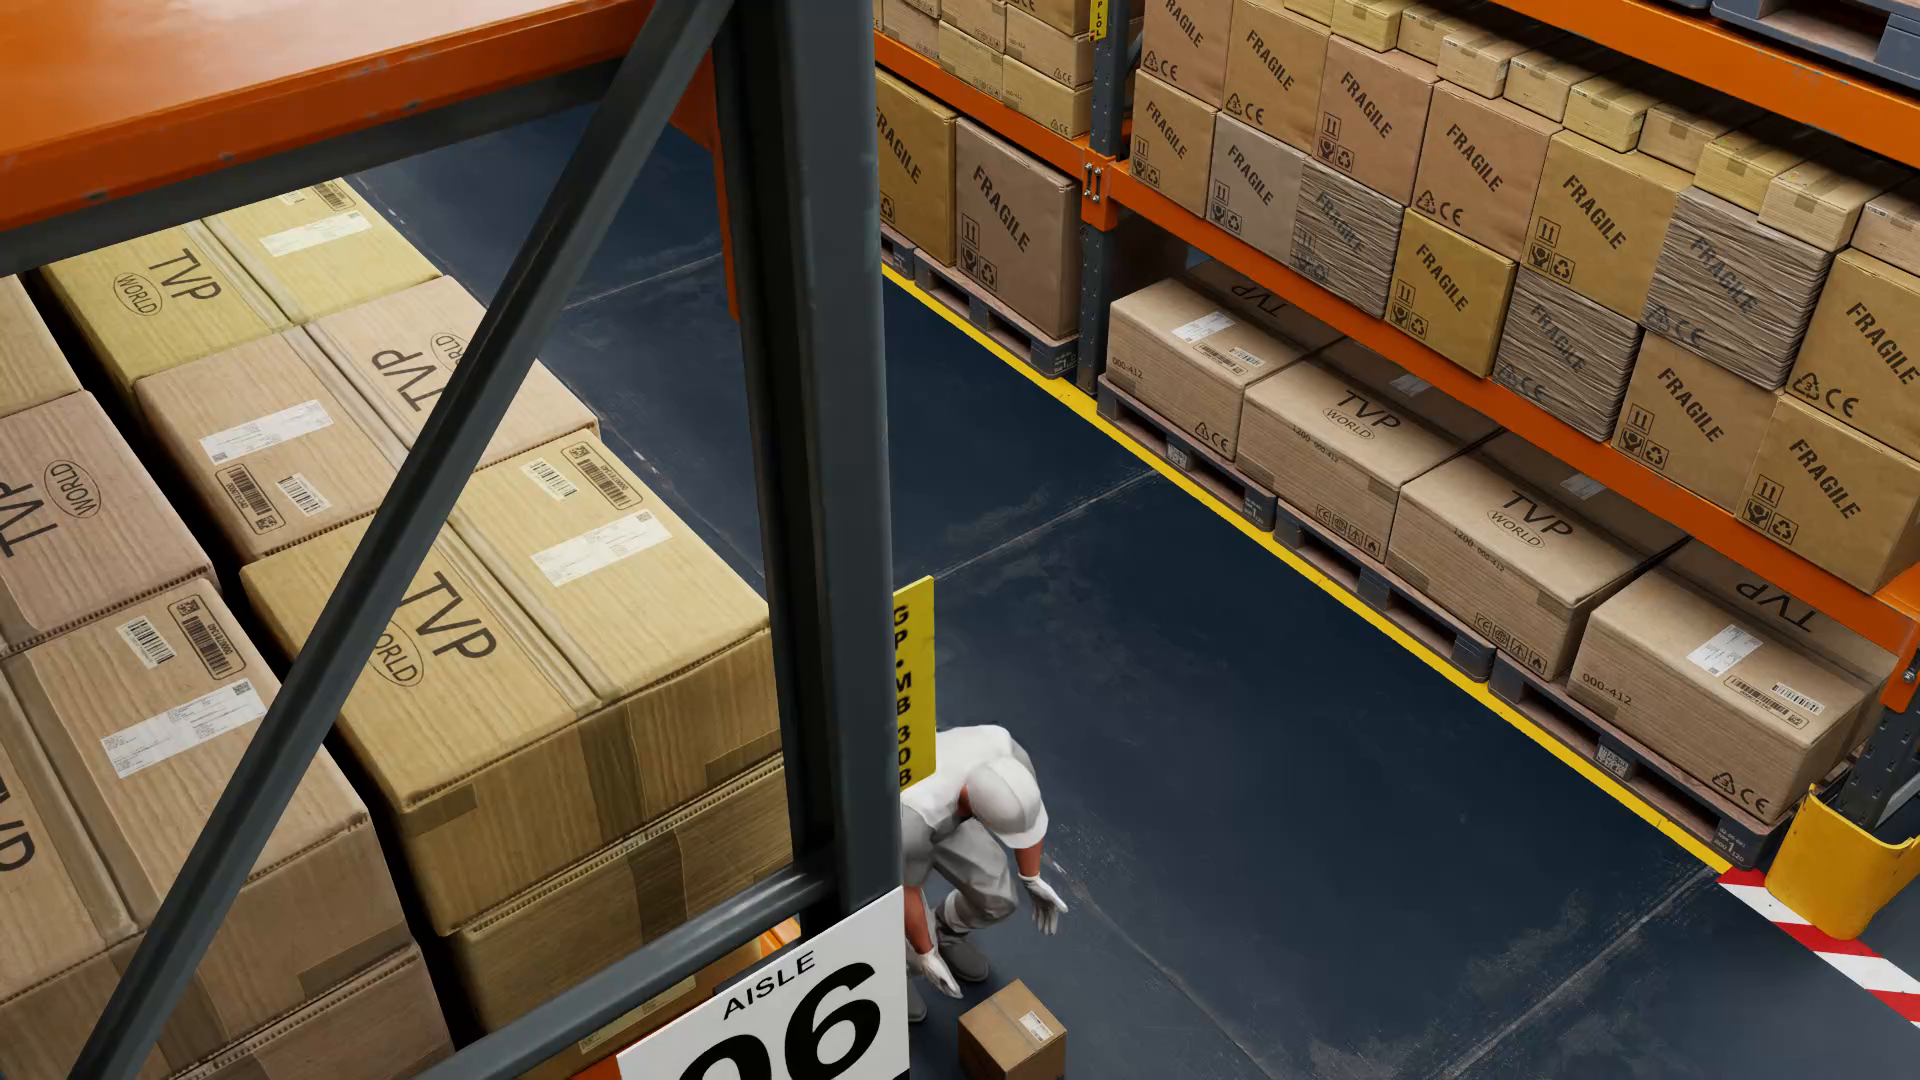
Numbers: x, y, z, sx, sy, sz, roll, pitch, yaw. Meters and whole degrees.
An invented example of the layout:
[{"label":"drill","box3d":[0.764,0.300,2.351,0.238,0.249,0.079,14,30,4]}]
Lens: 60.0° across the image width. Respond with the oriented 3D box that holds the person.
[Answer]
[{"label":"person","box3d":[-0.040,1.014,5.292,0.584,1.321,0.808,-26,47,-28]}]
